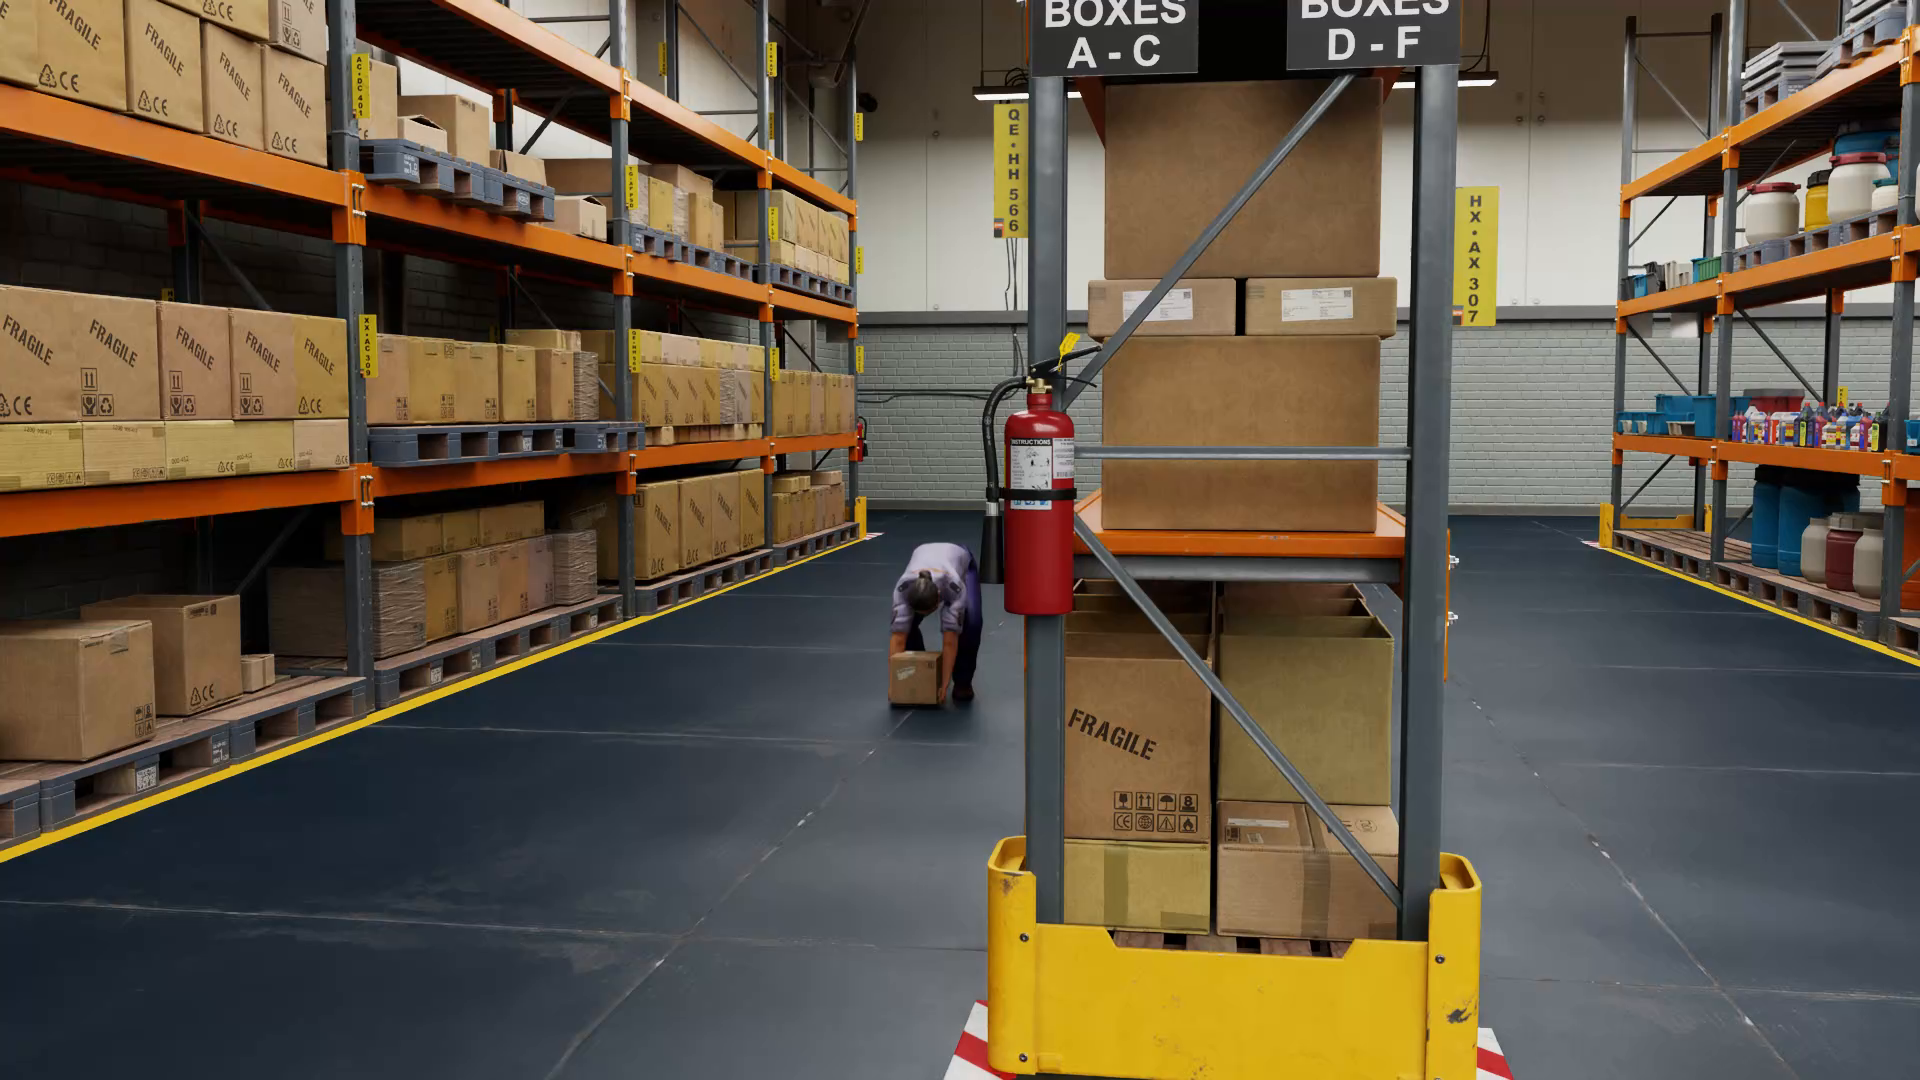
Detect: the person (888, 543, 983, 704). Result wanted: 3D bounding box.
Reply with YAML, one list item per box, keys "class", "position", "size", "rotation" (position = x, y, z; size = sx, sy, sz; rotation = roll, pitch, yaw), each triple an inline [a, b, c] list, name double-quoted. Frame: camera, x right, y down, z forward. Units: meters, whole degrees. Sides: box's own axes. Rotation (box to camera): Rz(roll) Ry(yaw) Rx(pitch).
- class: "person"
  position: [-0.123, 0.457, 9.272]
  size: [0.508, 0.855, 0.898]
  rotation: [0, 5, 6]
